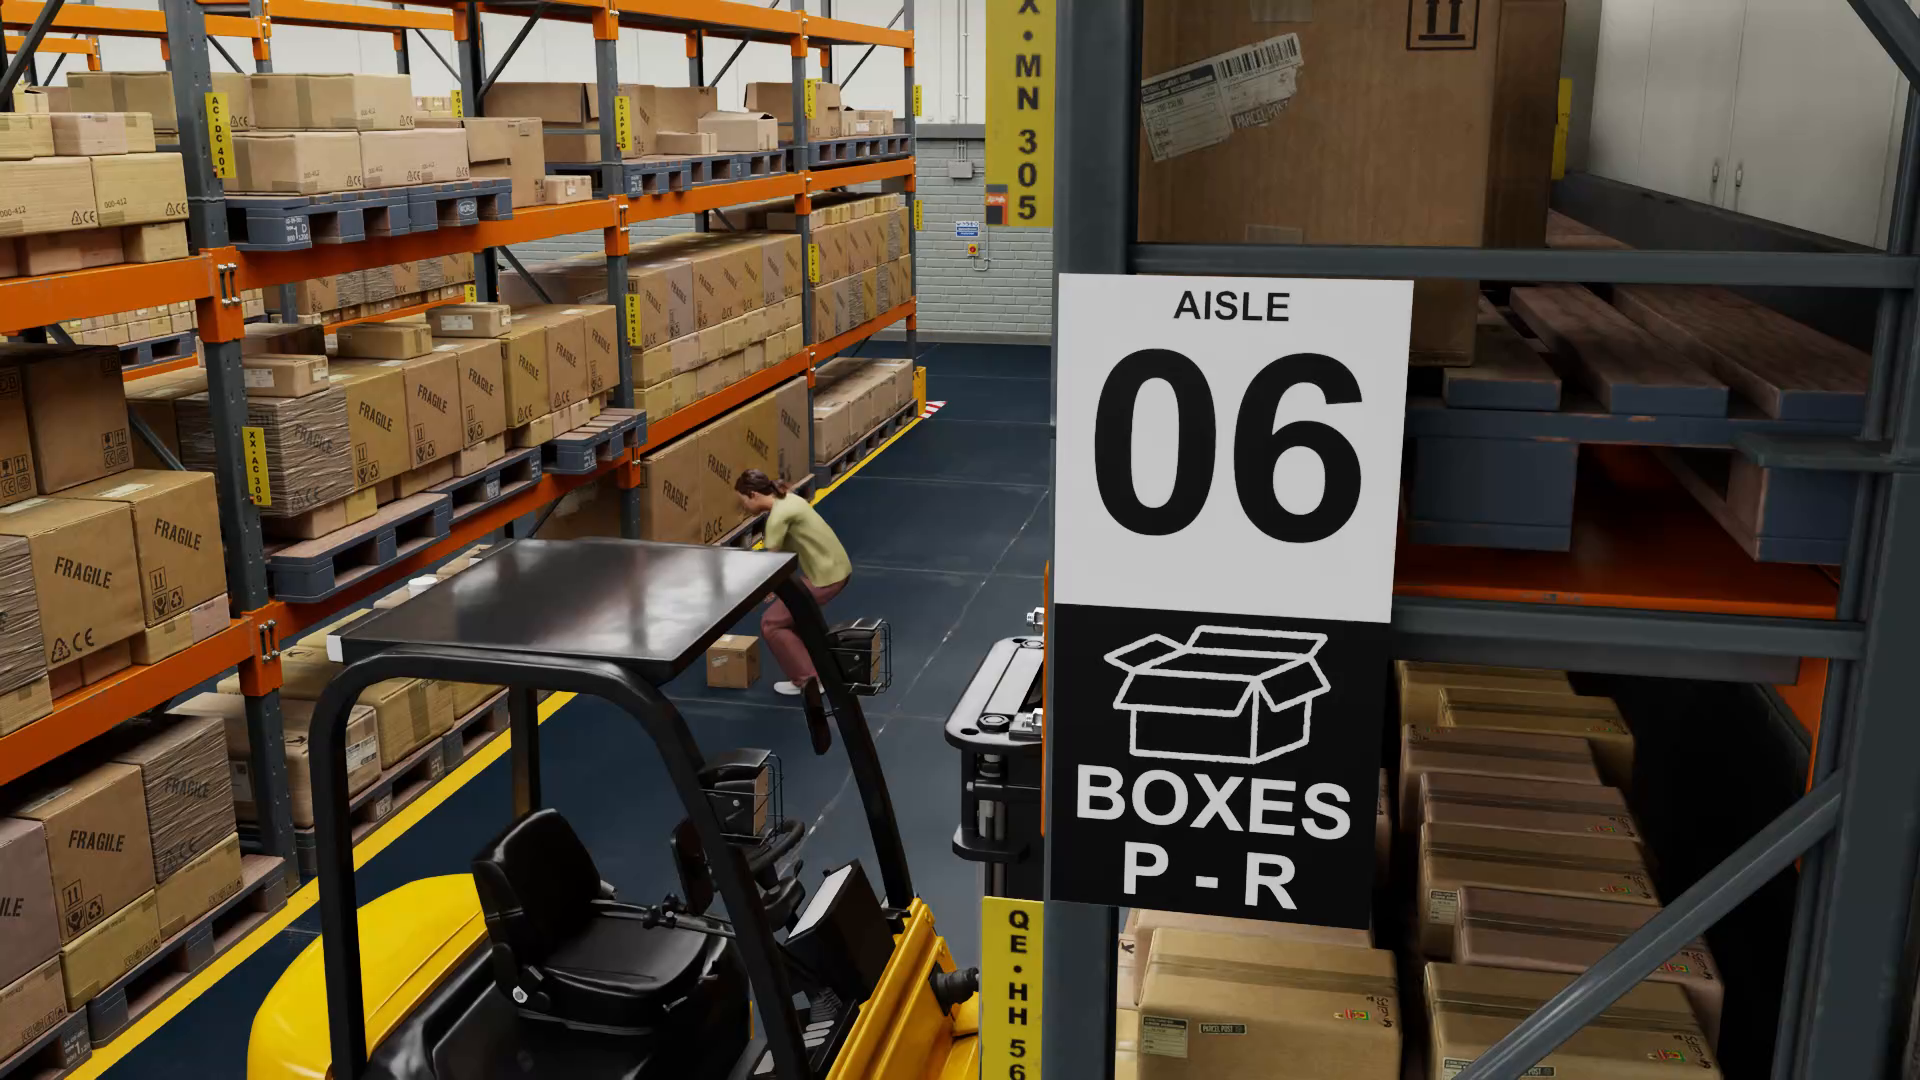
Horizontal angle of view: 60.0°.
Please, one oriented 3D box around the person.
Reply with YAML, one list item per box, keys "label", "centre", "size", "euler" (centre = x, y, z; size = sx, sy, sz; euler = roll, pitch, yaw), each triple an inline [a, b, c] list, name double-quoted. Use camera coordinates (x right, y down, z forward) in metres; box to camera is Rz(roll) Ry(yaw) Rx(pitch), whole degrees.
- label: "person"
  centre: [-0.983, 0.242, 9.778]
  size: [0.668, 1.333, 0.511]
  euler: [3, 15, 11]
